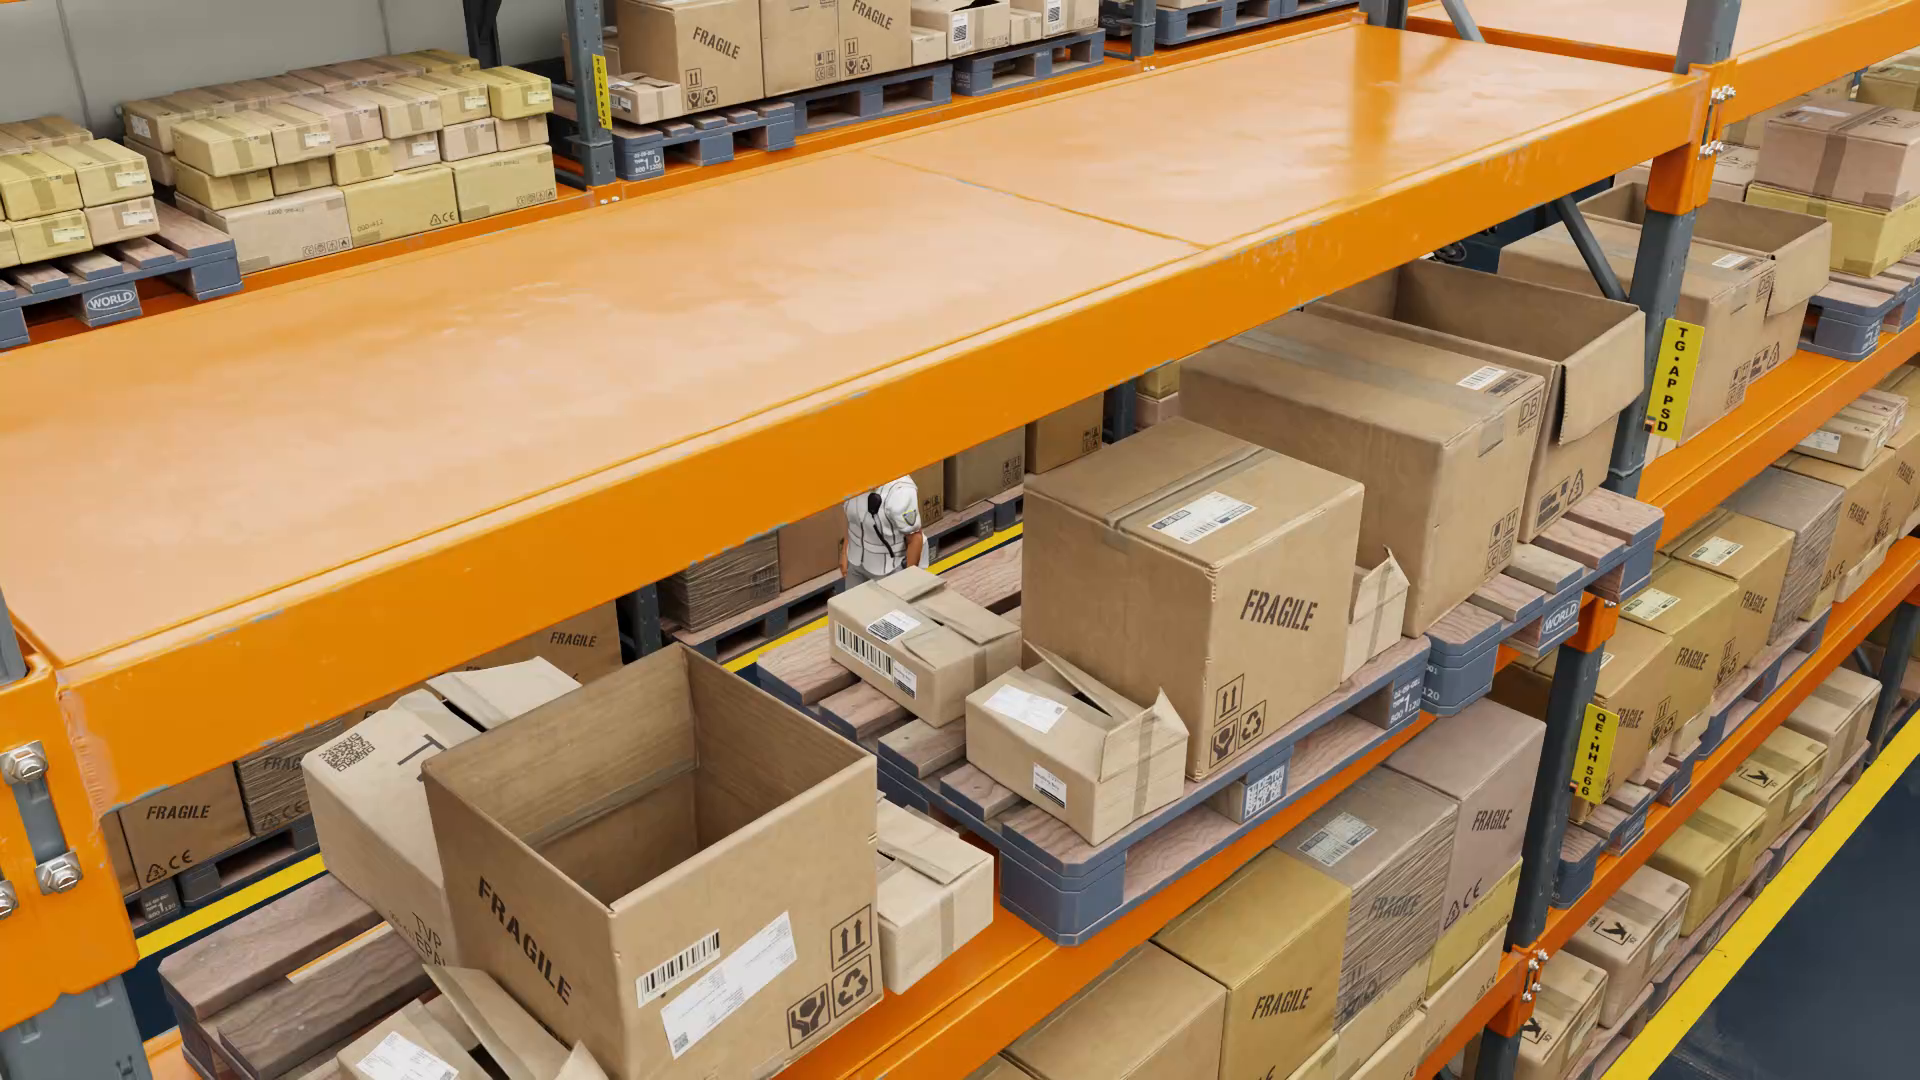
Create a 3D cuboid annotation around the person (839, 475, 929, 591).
[{"bbox_3d":[-0.424,0.157,8.600,0.465,1.667,0.539,-25,37,-39],"label":"person"}]
